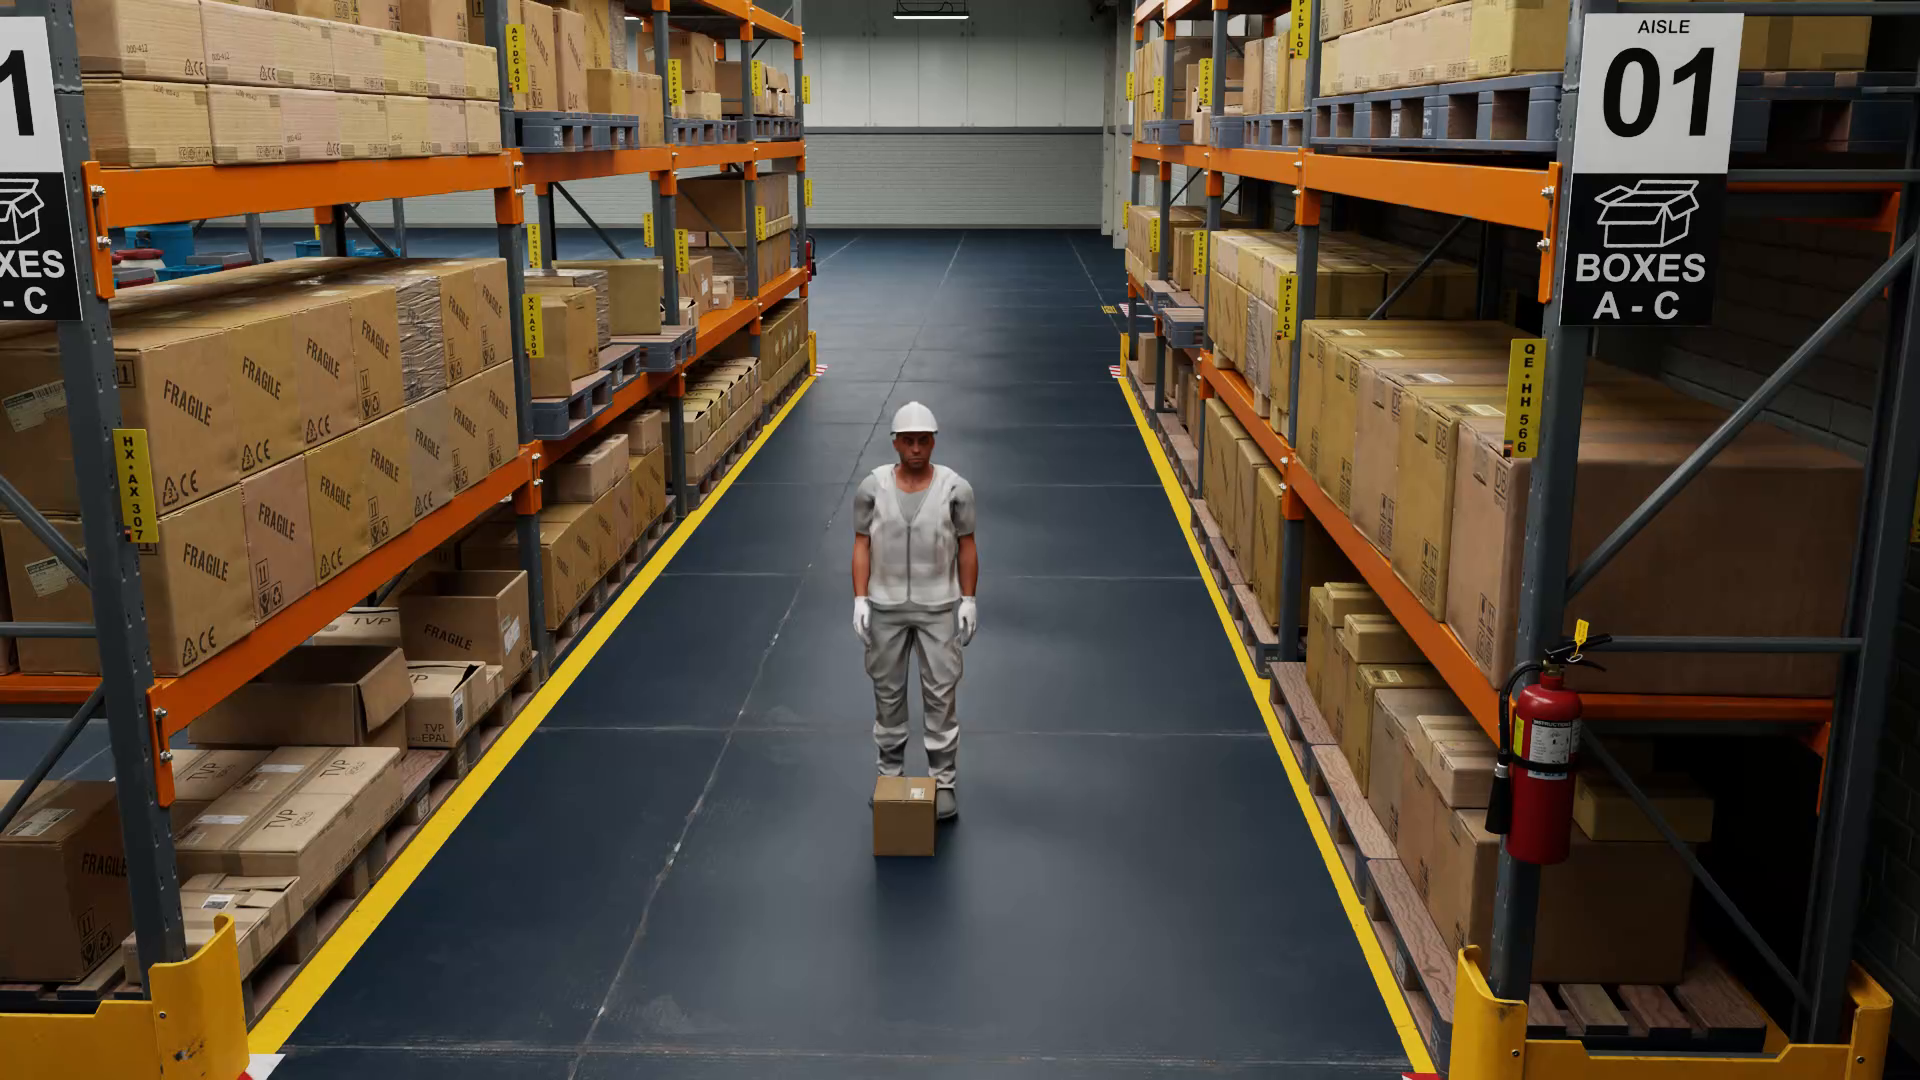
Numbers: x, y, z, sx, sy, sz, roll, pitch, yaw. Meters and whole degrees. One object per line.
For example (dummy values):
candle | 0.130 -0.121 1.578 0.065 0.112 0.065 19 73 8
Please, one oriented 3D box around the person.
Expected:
person | -0.197 0.304 7.197 0.545 1.798 0.419 1 14 3
